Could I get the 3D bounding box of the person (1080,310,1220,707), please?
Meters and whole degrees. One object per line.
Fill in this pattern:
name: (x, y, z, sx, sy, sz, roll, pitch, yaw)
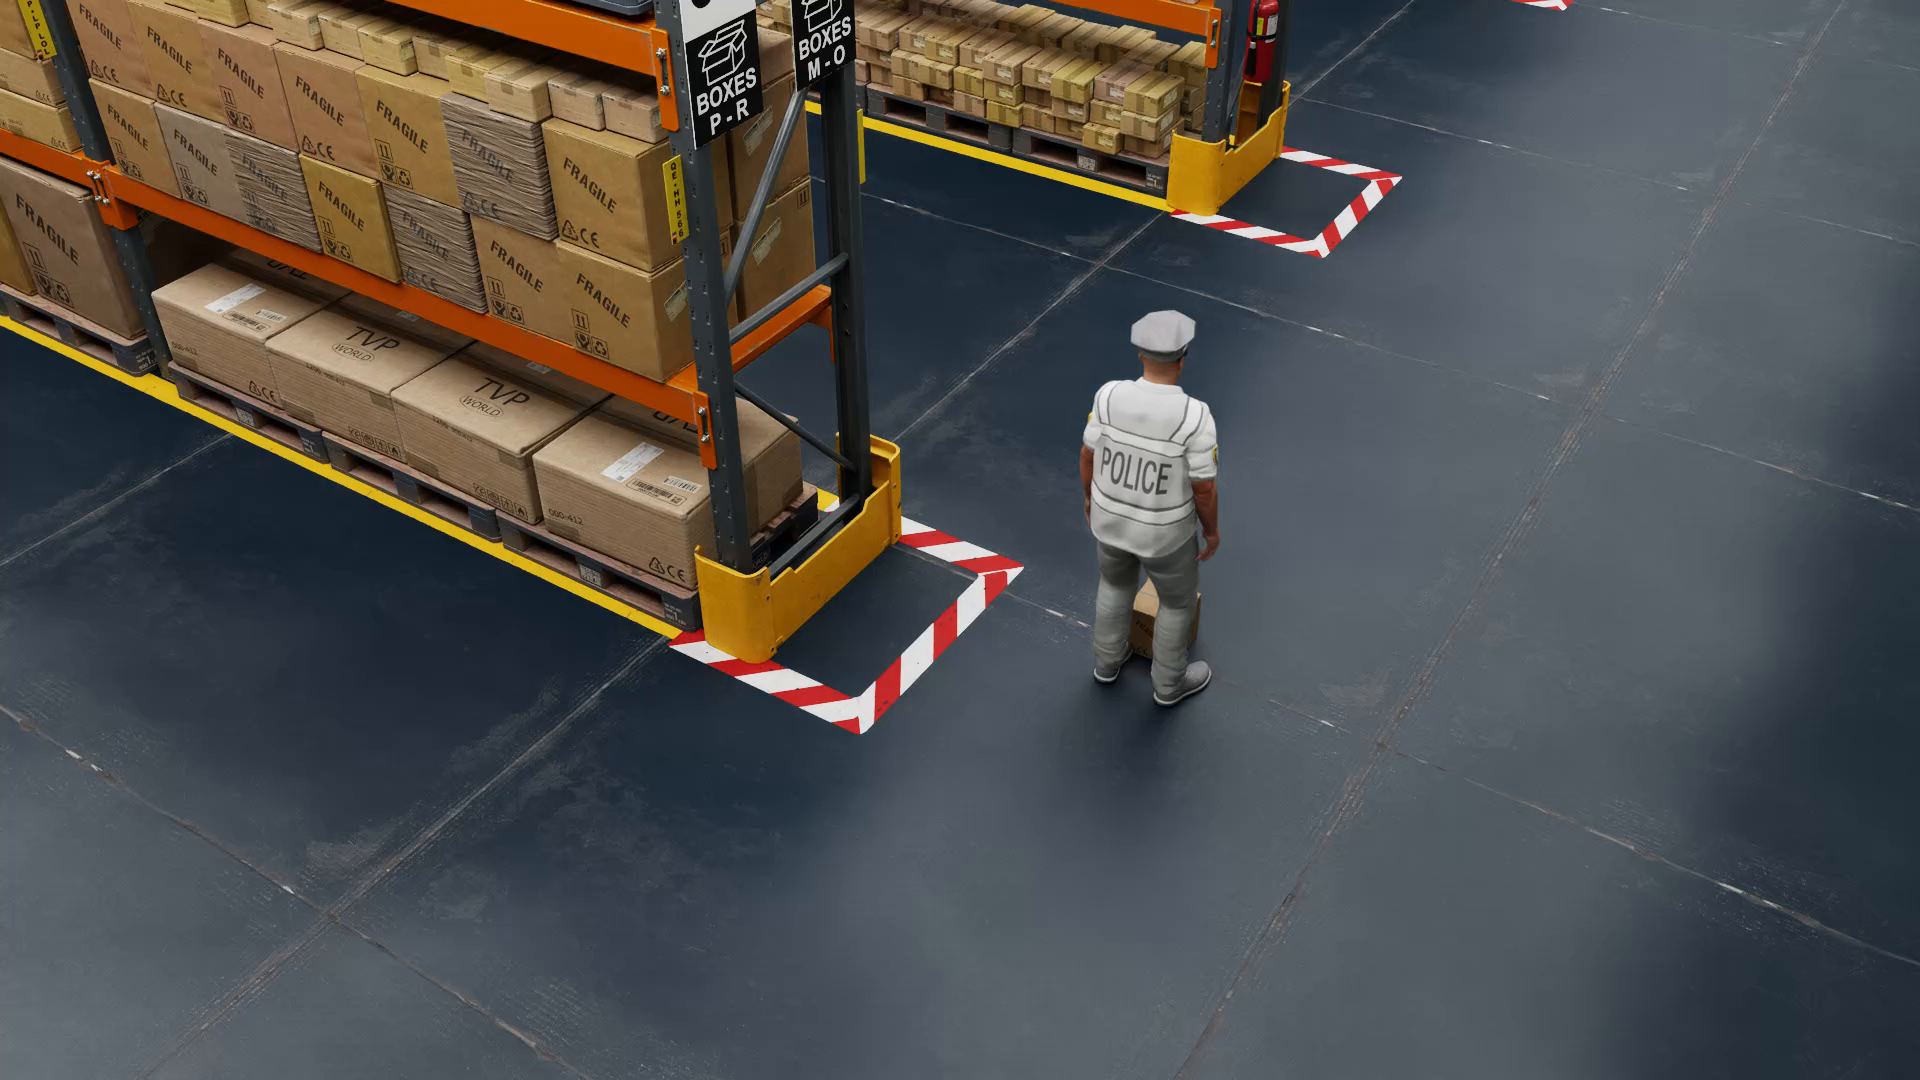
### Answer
person: (0.764, -0.082, 6.776, 0.605, 1.751, 0.433, 19, 42, 23)
